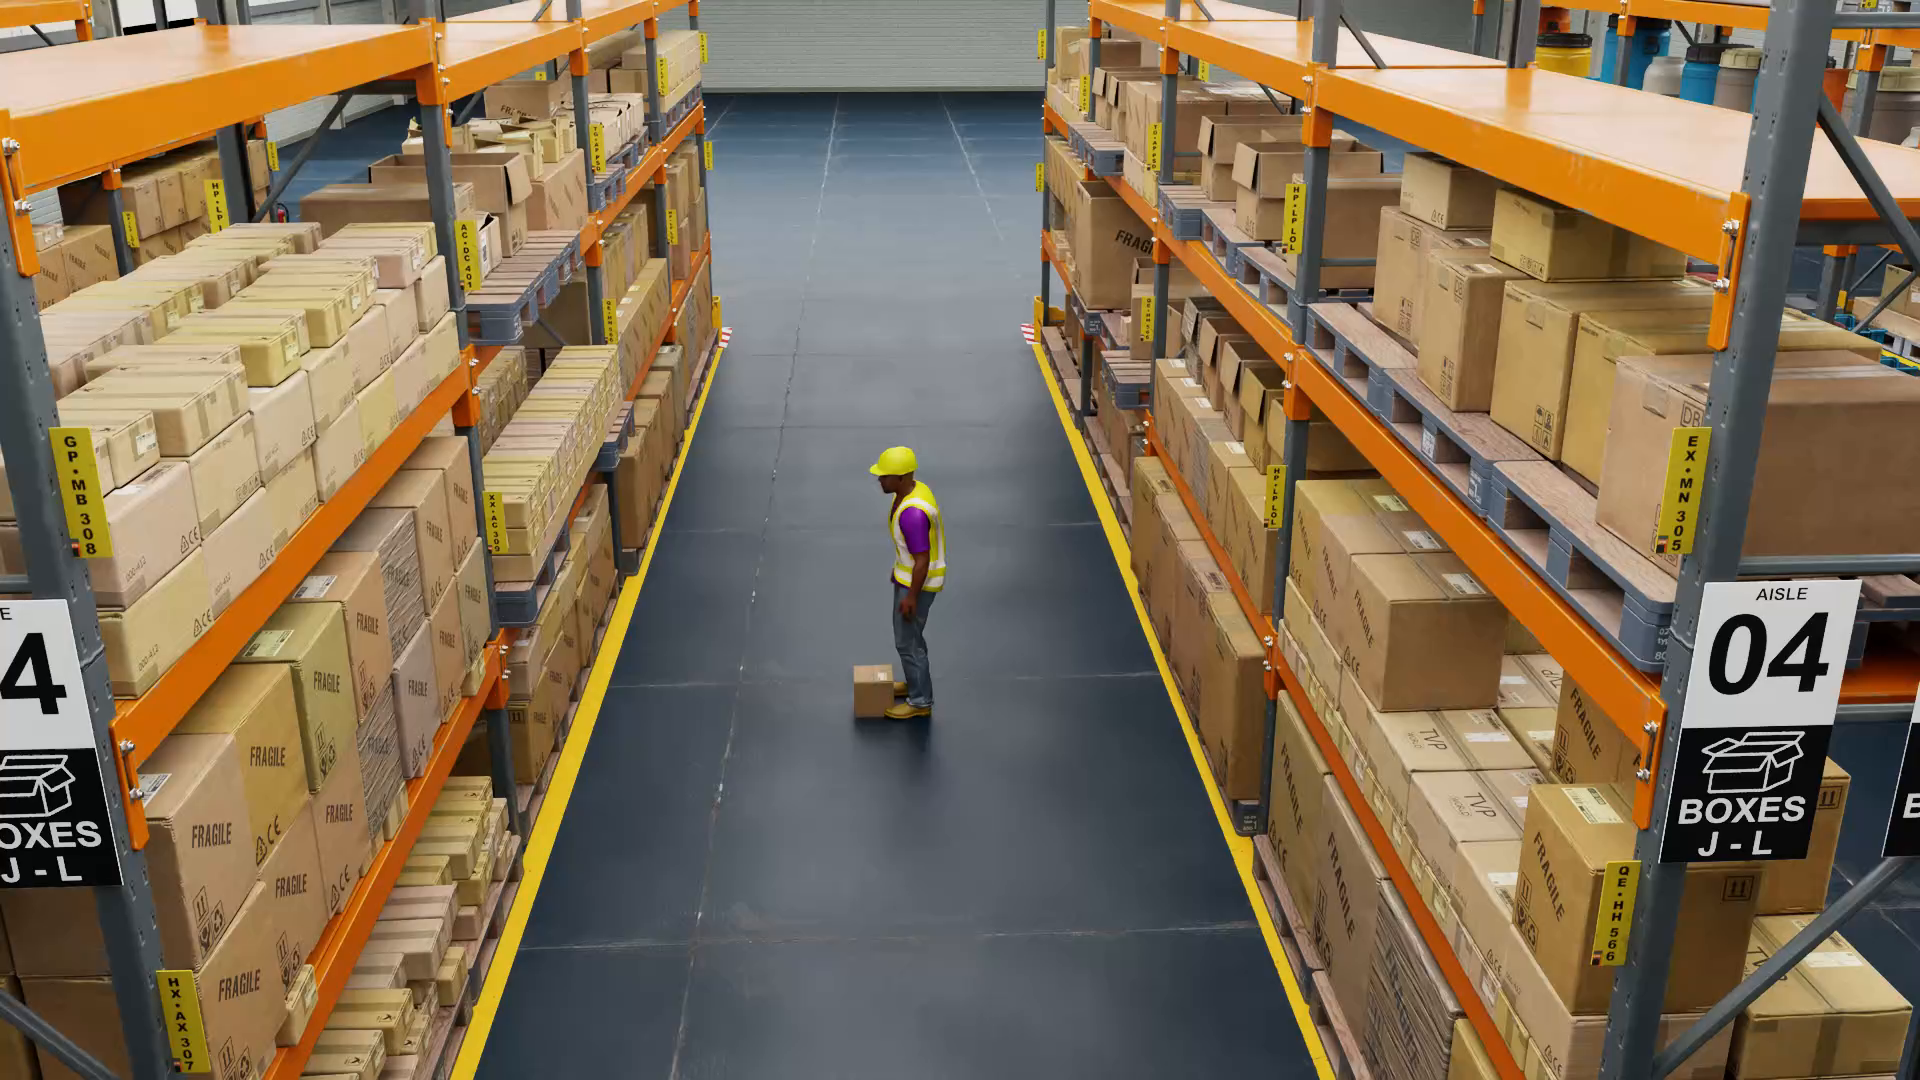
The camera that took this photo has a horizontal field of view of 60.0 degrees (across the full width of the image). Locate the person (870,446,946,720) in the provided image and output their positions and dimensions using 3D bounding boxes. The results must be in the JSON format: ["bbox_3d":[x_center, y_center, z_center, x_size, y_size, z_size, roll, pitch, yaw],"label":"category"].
[{"bbox_3d":[-0.321,0.254,10.362,0.456,1.760,0.635,-2,20,-6],"label":"person"}]
